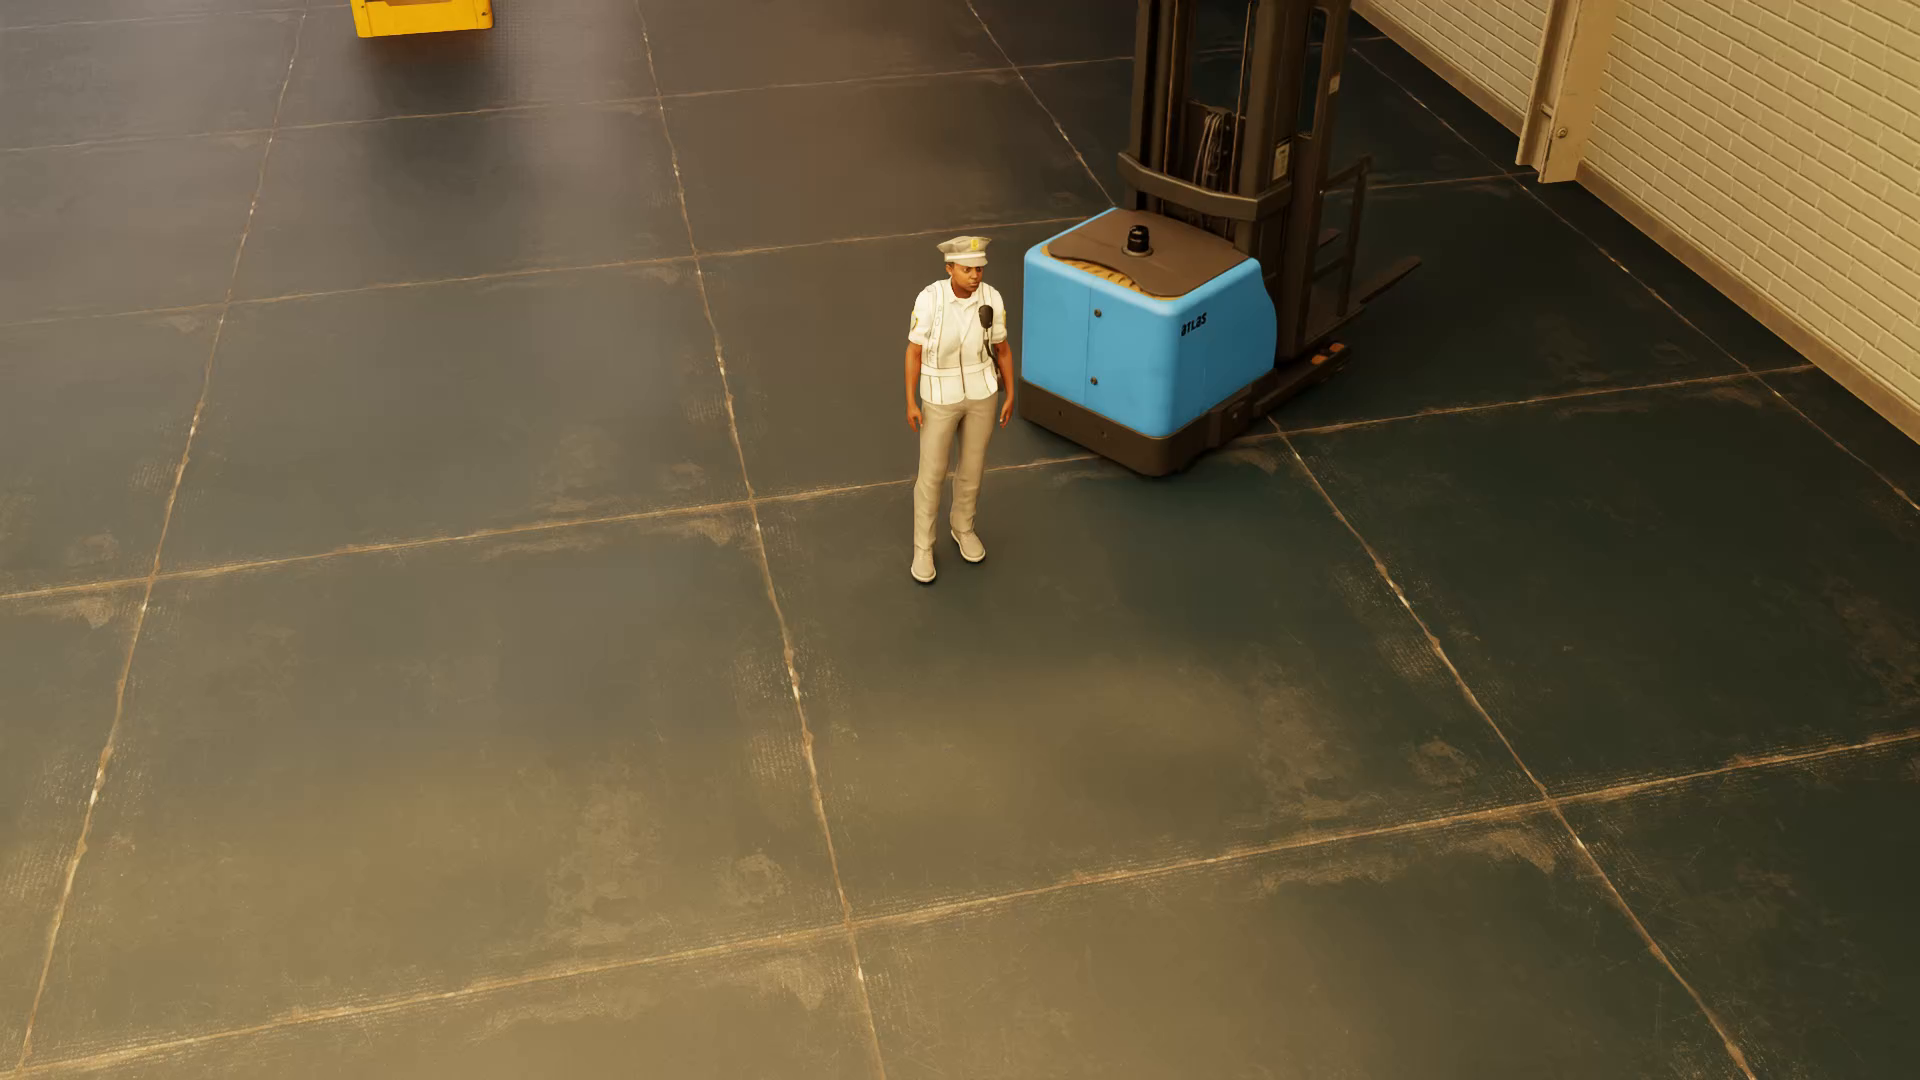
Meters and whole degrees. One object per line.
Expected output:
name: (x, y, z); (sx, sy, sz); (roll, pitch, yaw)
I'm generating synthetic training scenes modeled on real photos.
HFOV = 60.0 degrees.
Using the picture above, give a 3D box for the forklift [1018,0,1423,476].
forklift: (1.700, -2.302, 9.249); (1.130, 2.935, 3.031); (29, 44, 34)

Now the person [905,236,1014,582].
person: (-0.002, -0.648, 7.997); (0.570, 1.697, 0.528); (-8, 36, -11)
